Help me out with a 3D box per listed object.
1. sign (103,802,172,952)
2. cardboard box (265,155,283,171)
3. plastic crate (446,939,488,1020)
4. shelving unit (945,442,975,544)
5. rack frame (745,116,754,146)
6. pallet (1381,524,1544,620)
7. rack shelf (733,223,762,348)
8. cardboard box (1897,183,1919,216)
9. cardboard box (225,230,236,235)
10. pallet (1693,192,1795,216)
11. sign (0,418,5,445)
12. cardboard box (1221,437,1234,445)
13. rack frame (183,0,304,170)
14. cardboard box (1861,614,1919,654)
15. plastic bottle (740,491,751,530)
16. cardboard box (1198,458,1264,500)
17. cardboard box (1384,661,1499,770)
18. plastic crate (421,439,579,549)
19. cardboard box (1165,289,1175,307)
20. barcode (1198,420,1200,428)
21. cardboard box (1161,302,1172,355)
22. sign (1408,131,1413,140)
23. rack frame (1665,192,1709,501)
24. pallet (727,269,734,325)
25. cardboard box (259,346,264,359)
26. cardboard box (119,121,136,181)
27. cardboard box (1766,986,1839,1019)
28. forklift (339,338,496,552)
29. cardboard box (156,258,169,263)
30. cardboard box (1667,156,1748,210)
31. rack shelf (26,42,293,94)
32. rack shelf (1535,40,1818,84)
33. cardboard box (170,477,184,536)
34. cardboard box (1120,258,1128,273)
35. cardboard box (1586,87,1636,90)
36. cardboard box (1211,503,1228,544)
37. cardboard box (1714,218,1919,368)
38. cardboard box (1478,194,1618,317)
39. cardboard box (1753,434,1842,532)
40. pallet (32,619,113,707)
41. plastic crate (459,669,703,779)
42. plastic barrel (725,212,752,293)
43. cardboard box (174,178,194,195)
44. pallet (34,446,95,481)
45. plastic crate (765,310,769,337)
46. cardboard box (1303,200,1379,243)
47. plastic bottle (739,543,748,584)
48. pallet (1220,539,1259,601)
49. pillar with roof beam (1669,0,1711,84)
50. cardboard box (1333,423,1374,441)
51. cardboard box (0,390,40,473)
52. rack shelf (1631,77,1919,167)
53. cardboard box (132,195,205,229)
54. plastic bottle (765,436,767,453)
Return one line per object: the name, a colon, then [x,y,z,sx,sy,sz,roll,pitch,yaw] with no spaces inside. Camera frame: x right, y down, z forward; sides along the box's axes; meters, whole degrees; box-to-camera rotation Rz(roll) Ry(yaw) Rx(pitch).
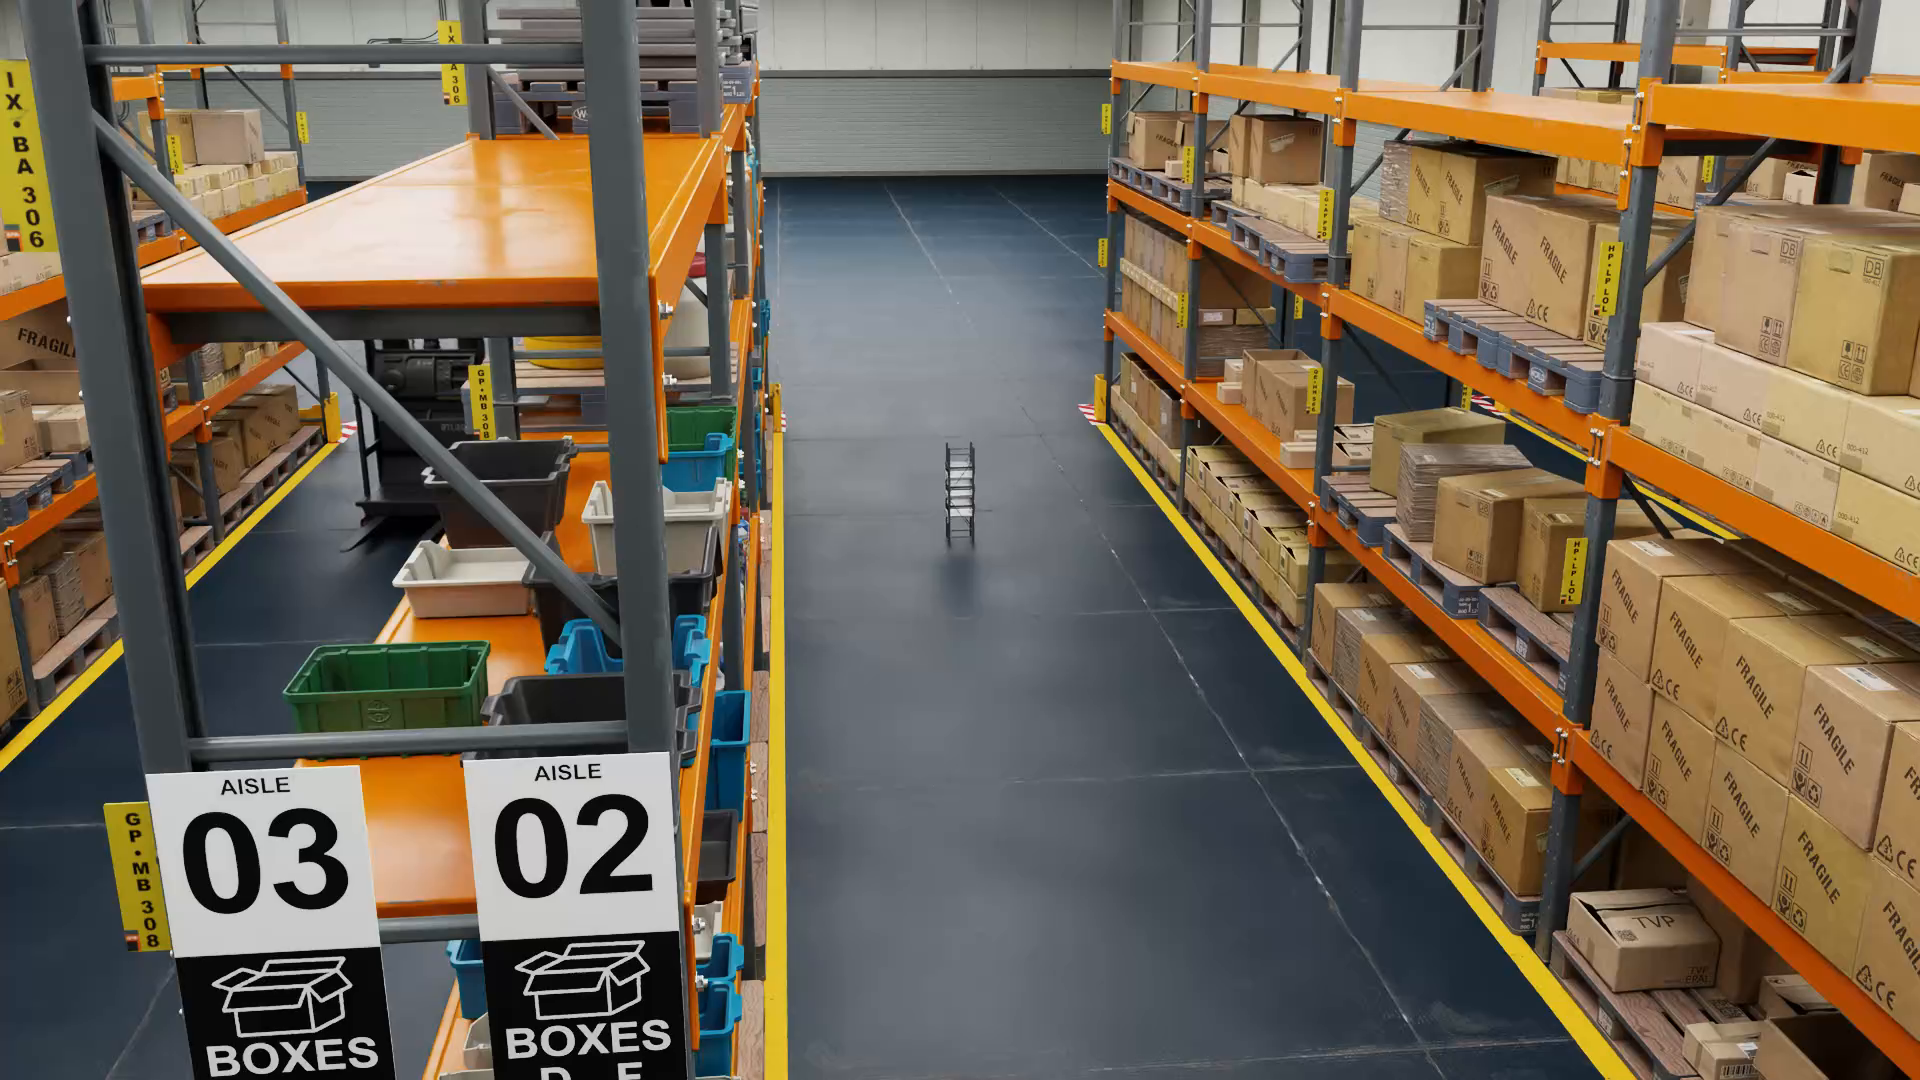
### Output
sign: [-1.615,0.667,3.284,0.100,0.325,0.005,-2,18,-6]
cardboard box: [-7.260,-3.905,17.257,0.380,0.149,0.250,-3,18,-8]
plastic crate: [-1.536,1.474,5.727,0.416,0.233,0.300,-2,18,-6]
shelving unit: [0.001,-0.427,15.108,0.258,0.900,0.210,-2,18,-6]
rack frame: [-2.307,-4.411,14.277,1.000,3.000,0.127,-2,18,-6]
pallet: [3.238,0.162,10.047,1.003,0.211,1.213,-2,18,-6]
rack shelf: [-2.101,-2.041,12.936,1.077,0.370,4.000,-2,18,-6]
cardboard box: [7.918,-2.542,13.126,0.797,0.503,0.637,1,17,2]
cardboard box: [-7.816,-2.933,17.251,0.500,0.500,0.500,-2,18,-6]
pallet: [7.505,-3.009,15.133,1.213,0.211,1.003,-2,18,-6]
sign: [-6.269,-0.775,10.776,0.100,0.325,0.005,-2,18,-6]
cardboard box: [2.884,-1.095,16.367,0.500,0.500,0.500,-2,18,-6]
rack frame: [-7.646,-5.450,17.585,1.000,3.000,0.127,-2,18,-6]
cardboard box: [3.862,0.603,6.484,0.500,0.500,0.500,-2,18,-5]
plastic bottle: [-1.428,-0.194,11.055,0.061,0.283,0.133,-2,18,-6]
cardboard box: [2.461,-0.577,15.032,0.500,0.311,0.500,-2,18,-6]
cardboard box: [2.961,1.079,10.244,0.500,0.500,0.500,-2,18,-8]
plastic crate: [-1.627,-0.156,5.948,0.497,0.269,0.590,-2,18,-6]
cardboard box: [2.276,-2.435,16.750,0.380,0.149,0.250,-2,18,-6]
barcode: [2.232,-1.087,15.541,0.001,0.075,0.075,-2,18,-6]
cardboard box: [2.459,-2.187,17.041,0.700,0.500,0.500,-2,17,-5]
sign: [7.330,-6.501,27.080,0.001,0.298,0.199,-2,18,-6]
rack frame: [7.547,-1.855,16.150,1.000,3.000,0.127,-2,18,-6]
pallet: [-1.913,-1.467,10.223,1.003,0.211,1.213,-2,18,-6]
cardboard box: [-7.196,-1.869,16.614,0.380,0.149,0.250,-2,18,-6]
cardboard box: [-7.534,-3.381,14.506,0.500,0.500,0.500,-2,18,-7]
cardboard box: [3.864,2.140,7.180,0.500,0.311,0.500,-2,18,-6]
forklift: [-4.974,-1.543,15.271,1.130,2.935,3.031,0,17,0]
cardboard box: [-7.080,-2.353,15.405,0.500,0.500,0.500,-2,18,-6]
cardboard box: [7.249,-3.487,16.140,0.500,0.500,0.500,-1,17,-4]
rack shelf: [-7.440,-4.509,15.796,1.077,0.370,4.000,-2,18,-6]
rack shelf: [7.341,-4.968,17.258,1.077,0.370,4.000,-2,18,-6]
cardboard box: [-7.192,-0.229,14.412,0.700,0.500,0.500,-3,18,-10]
cardboard box: [2.034,-3.126,18.950,0.380,0.149,0.250,-2,18,-6]
cardboard box: [7.439,-4.892,18.946,0.500,0.500,0.500,-1,17,-3]
cardboard box: [2.523,-0.155,14.625,0.500,0.250,0.500,-2,18,-7]
cardboard box: [3.444,-0.976,6.507,0.700,0.500,0.500,-2,18,-6]
cardboard box: [3.326,-1.594,9.276,0.600,0.600,0.600,-2,18,-8]
cardboard box: [3.347,-0.226,6.205,0.500,0.250,0.500,-2,18,-6]
pallet: [-6.900,0.894,12.051,1.003,0.211,1.213,-2,18,-6]
plastic crate: [-0.832,0.534,3.751,0.497,0.269,0.590,-2,18,-6]
plastic barrel: [-1.622,-1.944,11.238,0.421,0.512,0.421,0,17,0]
cardboard box: [-7.056,-3.129,14.786,0.380,0.149,0.250,-3,18,-8]
pallet: [-7.066,-0.701,12.795,1.003,0.211,1.213,-2,18,-6]
plastic crate: [-2.309,-2.336,17.931,0.499,0.251,0.408,-2,18,-6]
cardboard box: [2.858,-2.358,12.294,0.500,0.250,0.500,-1,17,-4]
plastic bottle: [-1.311,0.146,9.970,0.061,0.283,0.133,-2,18,-6]
pallet: [2.864,0.212,14.221,1.003,0.211,1.213,-2,18,-6]
pillar with roof beam: [3.785,-5.594,18.045,9.100,9.000,0.400,-2,18,-6]
cardboard box: [3.133,-0.739,12.745,0.500,0.311,0.500,-2,18,-6]
cardboard box: [-7.074,-0.775,11.843,0.700,0.500,0.500,1,17,3]
rack shelf: [3.652,-1.239,5.379,1.077,0.370,4.000,-2,18,-6]
cardboard box: [-7.025,-2.897,14.713,0.500,0.250,0.500,-2,18,-8]
plastic bottle: [-2.060,-0.986,17.072,0.144,0.351,0.185,-1,17,-3]
